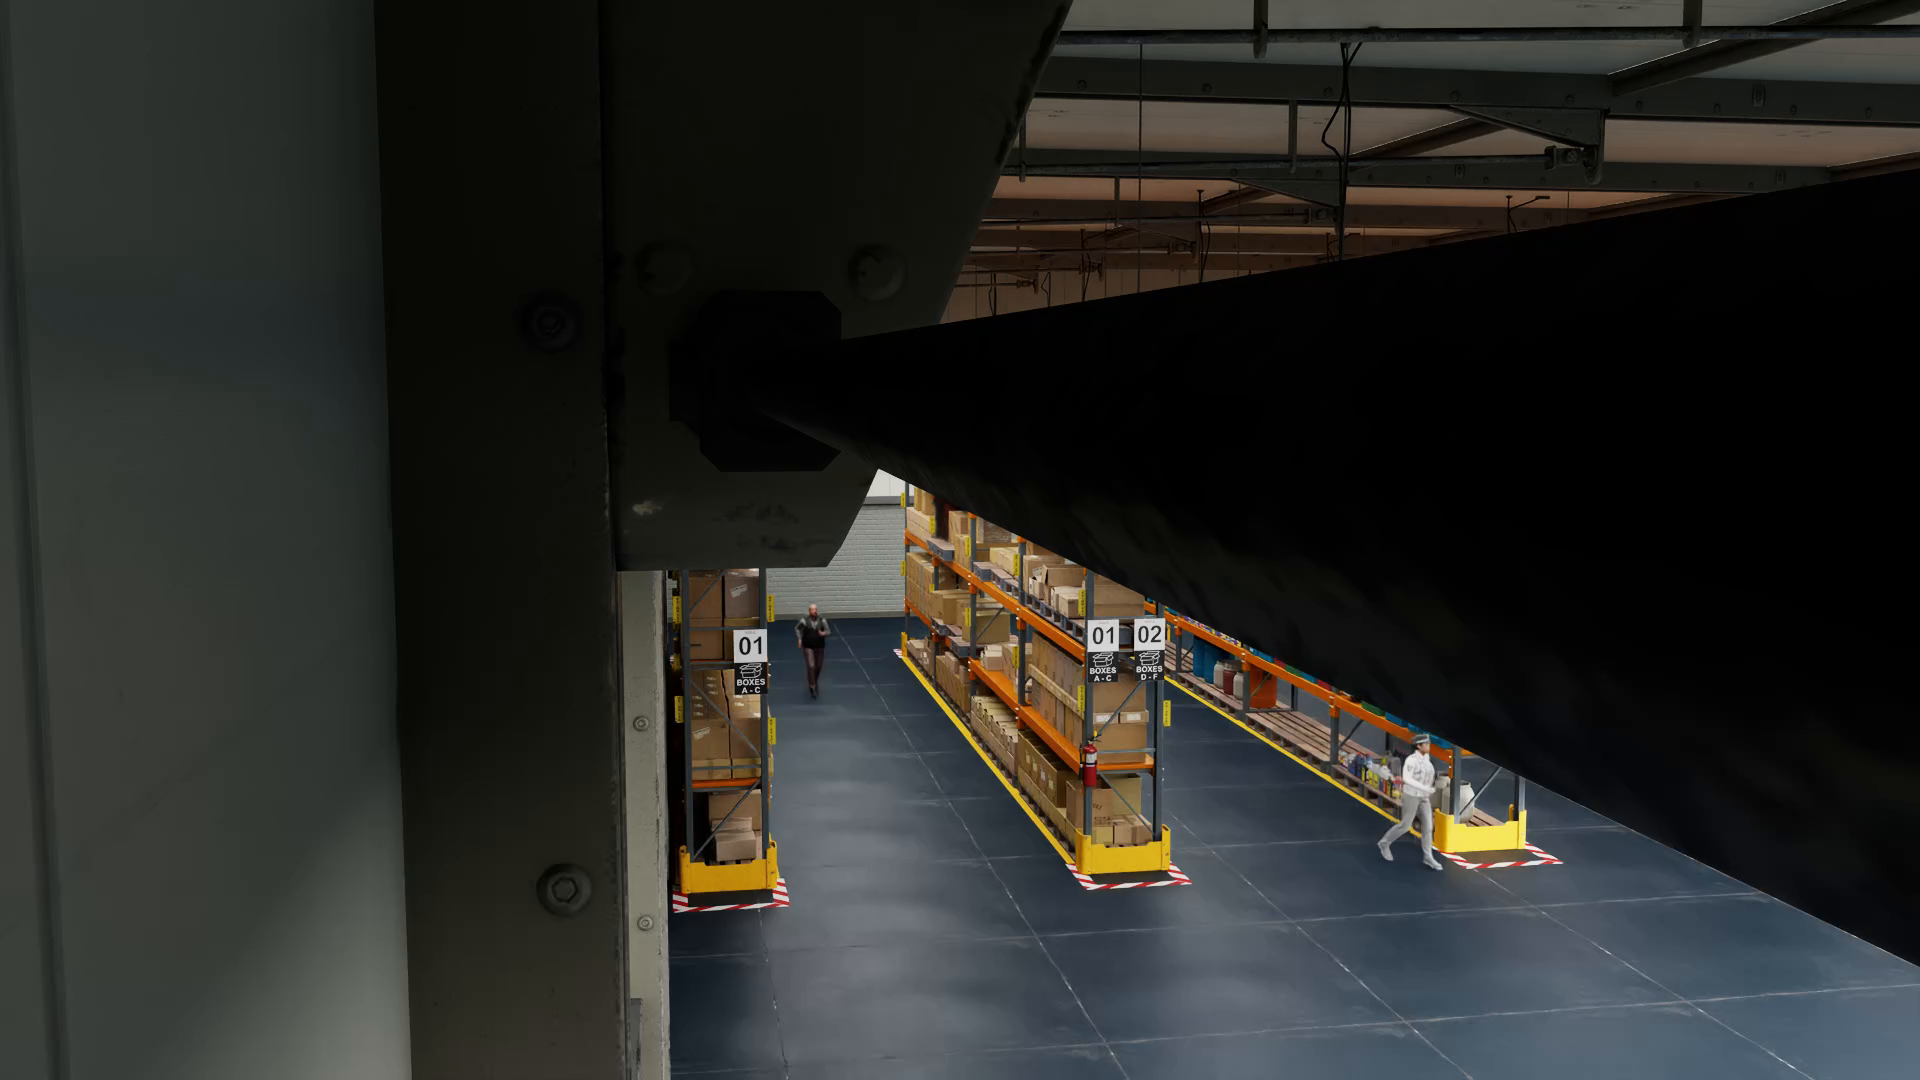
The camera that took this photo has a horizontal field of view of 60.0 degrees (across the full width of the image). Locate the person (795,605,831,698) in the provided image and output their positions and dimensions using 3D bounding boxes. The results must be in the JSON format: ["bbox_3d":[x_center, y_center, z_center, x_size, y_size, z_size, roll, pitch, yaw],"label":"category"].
[{"bbox_3d":[-2.830,2.111,32.188,0.650,1.728,0.940,-2,6,-18],"label":"person"}]

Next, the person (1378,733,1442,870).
[{"bbox_3d":[5.822,3.279,21.228,0.853,1.691,0.674,5,8,42],"label":"person"}]
